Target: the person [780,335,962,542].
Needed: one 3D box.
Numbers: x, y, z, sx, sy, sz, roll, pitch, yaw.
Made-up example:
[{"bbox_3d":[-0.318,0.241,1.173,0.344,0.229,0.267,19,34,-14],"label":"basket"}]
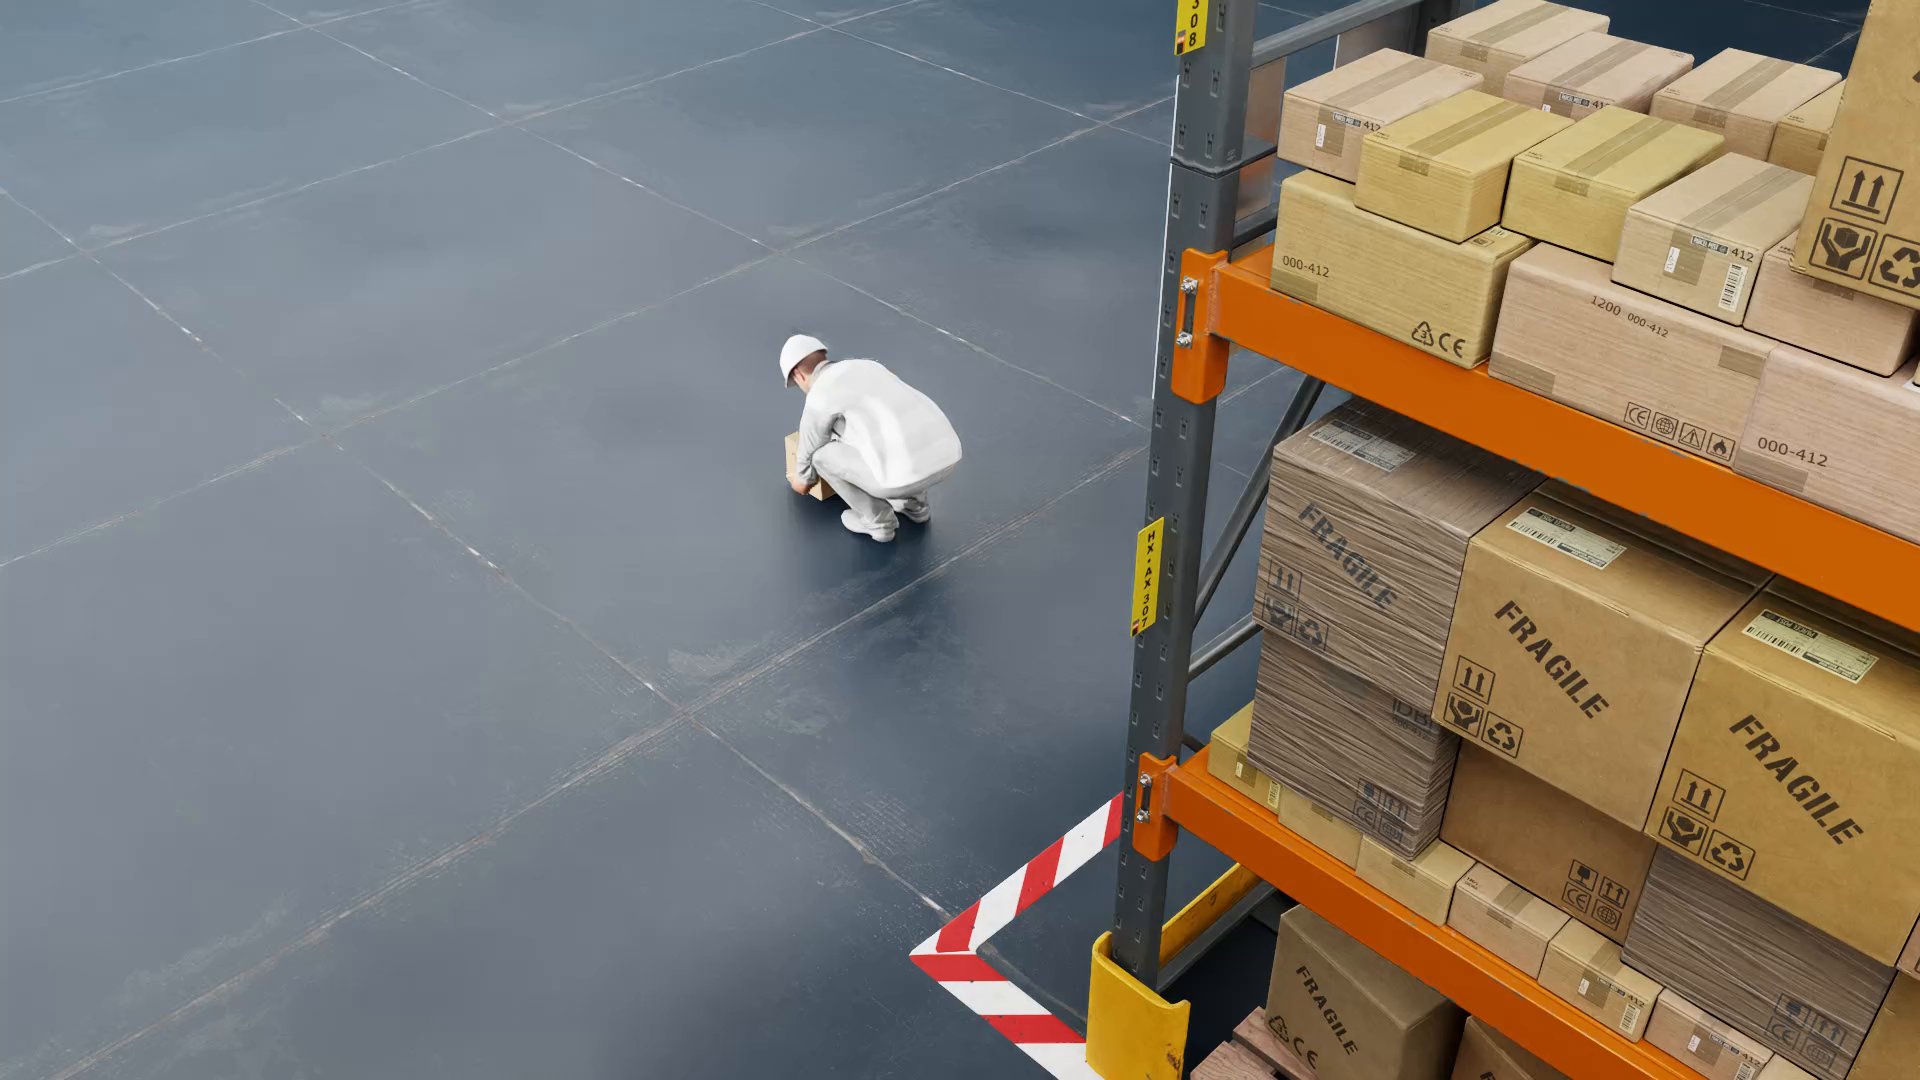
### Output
[{"bbox_3d":[-0.435,-0.445,7.647,0.948,0.852,0.508,30,45,35],"label":"person"}]
